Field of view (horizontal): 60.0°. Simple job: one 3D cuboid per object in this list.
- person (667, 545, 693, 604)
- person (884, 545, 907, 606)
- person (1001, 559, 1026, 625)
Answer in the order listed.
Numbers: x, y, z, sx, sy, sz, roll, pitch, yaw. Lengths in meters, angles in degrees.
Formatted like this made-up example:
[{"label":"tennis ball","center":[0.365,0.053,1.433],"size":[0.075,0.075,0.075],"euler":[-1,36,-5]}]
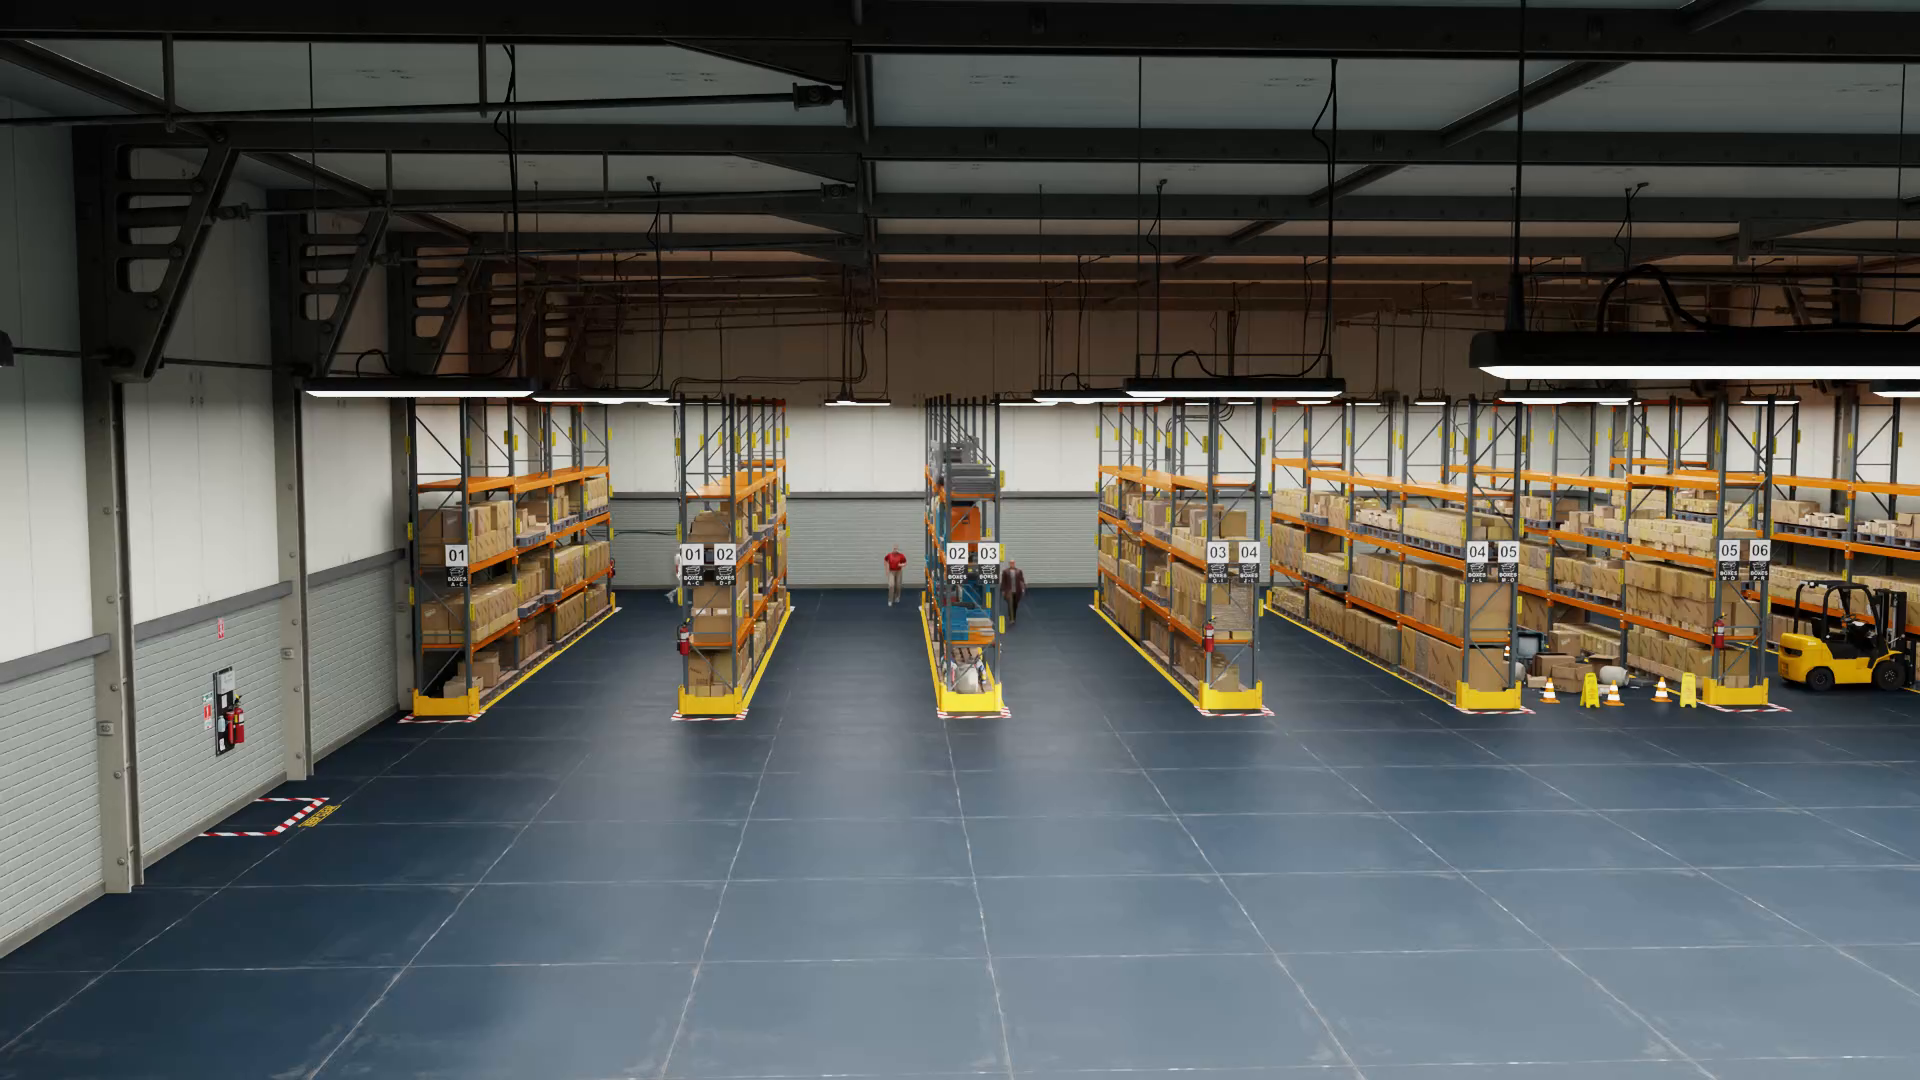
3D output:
[{"label":"person","center":[-8.156,1.009,48.417],"size":[0.726,1.754,0.604],"euler":[0,5,1]},{"label":"person","center":[-1.880,1.040,48.611],"size":[0.669,1.787,0.825],"euler":[0,5,-5]},{"label":"person","center":[1.413,1.363,44.111],"size":[0.611,1.727,1.129],"euler":[-1,5,-11]}]
